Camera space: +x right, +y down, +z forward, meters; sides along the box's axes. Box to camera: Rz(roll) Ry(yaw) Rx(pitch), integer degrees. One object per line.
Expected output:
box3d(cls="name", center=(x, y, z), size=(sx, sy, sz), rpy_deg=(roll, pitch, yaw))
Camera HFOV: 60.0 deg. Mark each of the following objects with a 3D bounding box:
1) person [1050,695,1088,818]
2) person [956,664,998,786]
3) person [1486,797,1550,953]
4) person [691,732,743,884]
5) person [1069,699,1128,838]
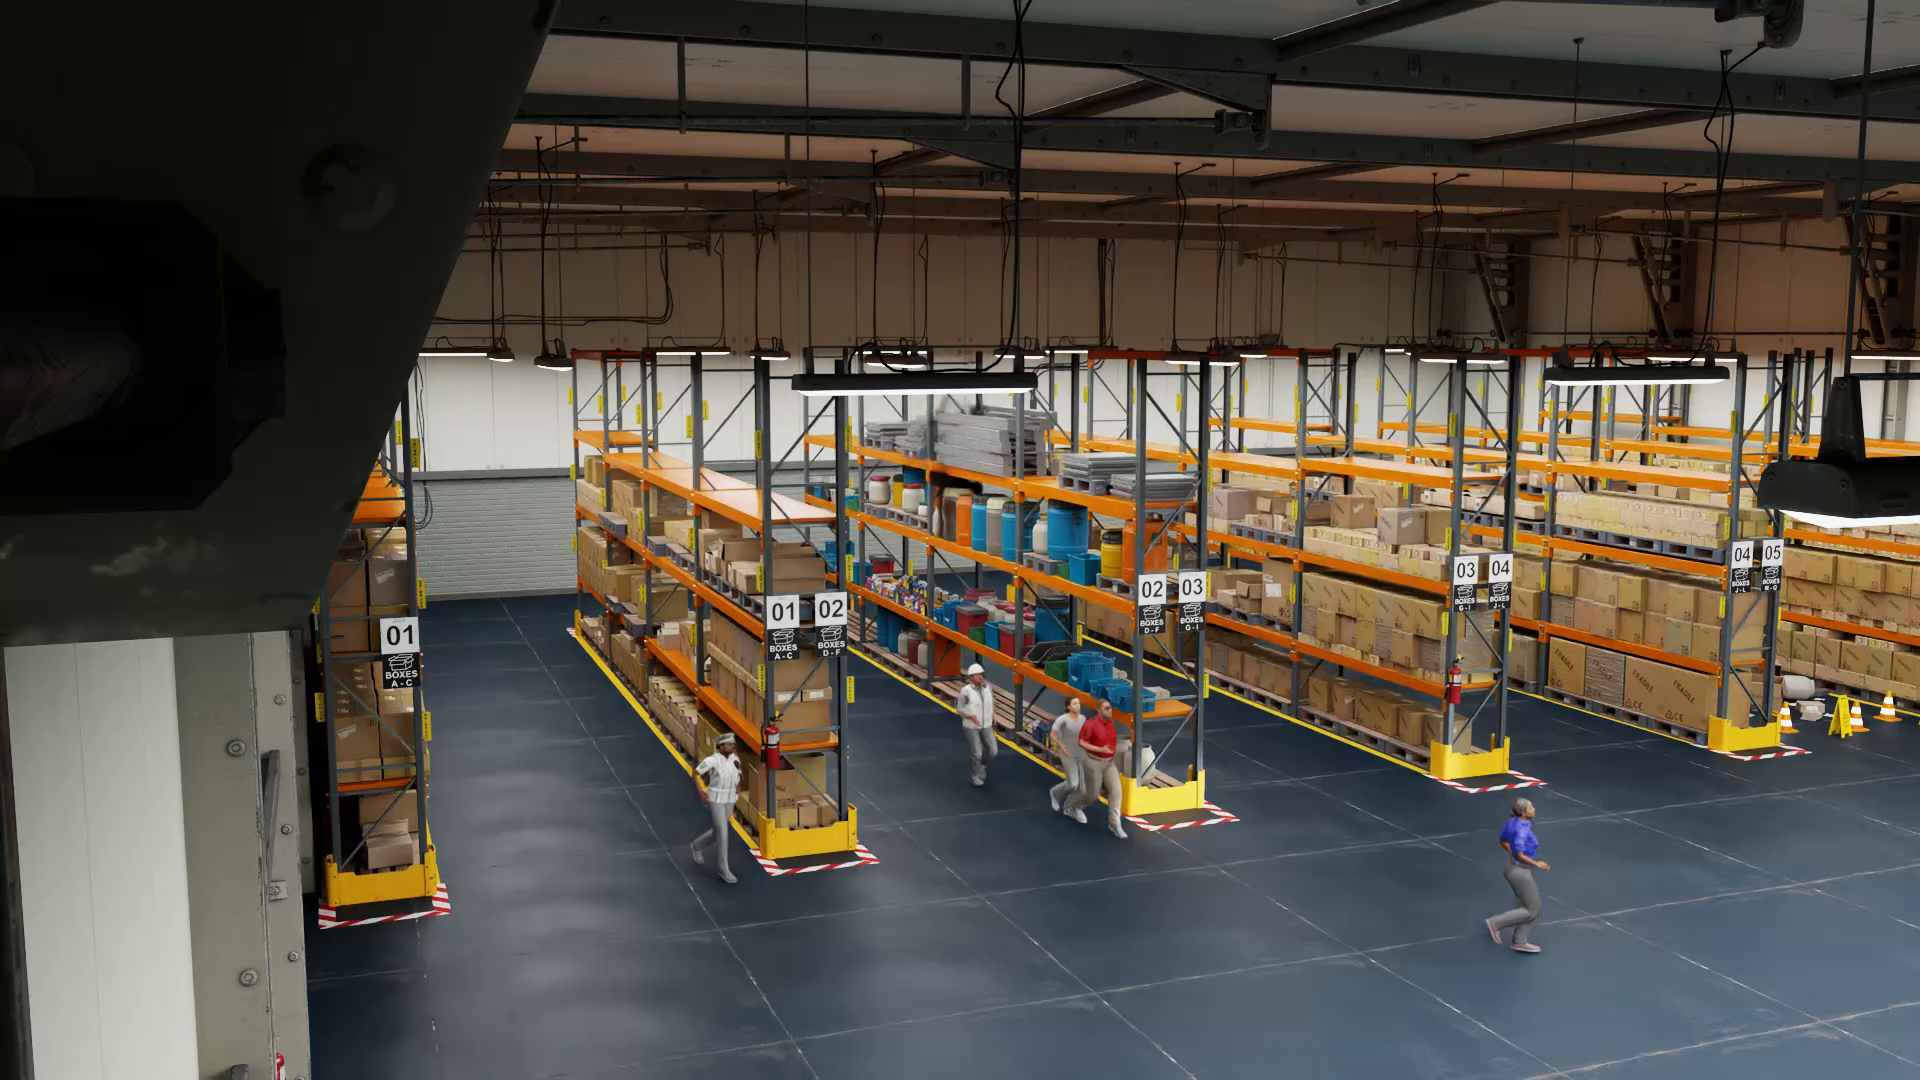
box3d(cls="person", center=(1.483, 2.827, 21.796), size=(0.562, 1.621, 0.570), rpy_deg=(-5, 9, -33))
box3d(cls="person", center=(0.281, 2.588, 23.189), size=(0.635, 1.727, 0.564), rpy_deg=(-4, 8, -26))
box3d(cls="person", center=(5.693, 3.423, 17.032), size=(0.618, 1.612, 0.572), rpy_deg=(0, 7, 3))
box3d(cls="person", center=(-2.804, 3.079, 19.546), size=(0.918, 1.675, 0.628), rpy_deg=(6, 9, 41))
box3d(cls="person", center=(1.757, 2.876, 21.156), size=(0.692, 1.763, 0.929), rpy_deg=(-6, 9, -39))
